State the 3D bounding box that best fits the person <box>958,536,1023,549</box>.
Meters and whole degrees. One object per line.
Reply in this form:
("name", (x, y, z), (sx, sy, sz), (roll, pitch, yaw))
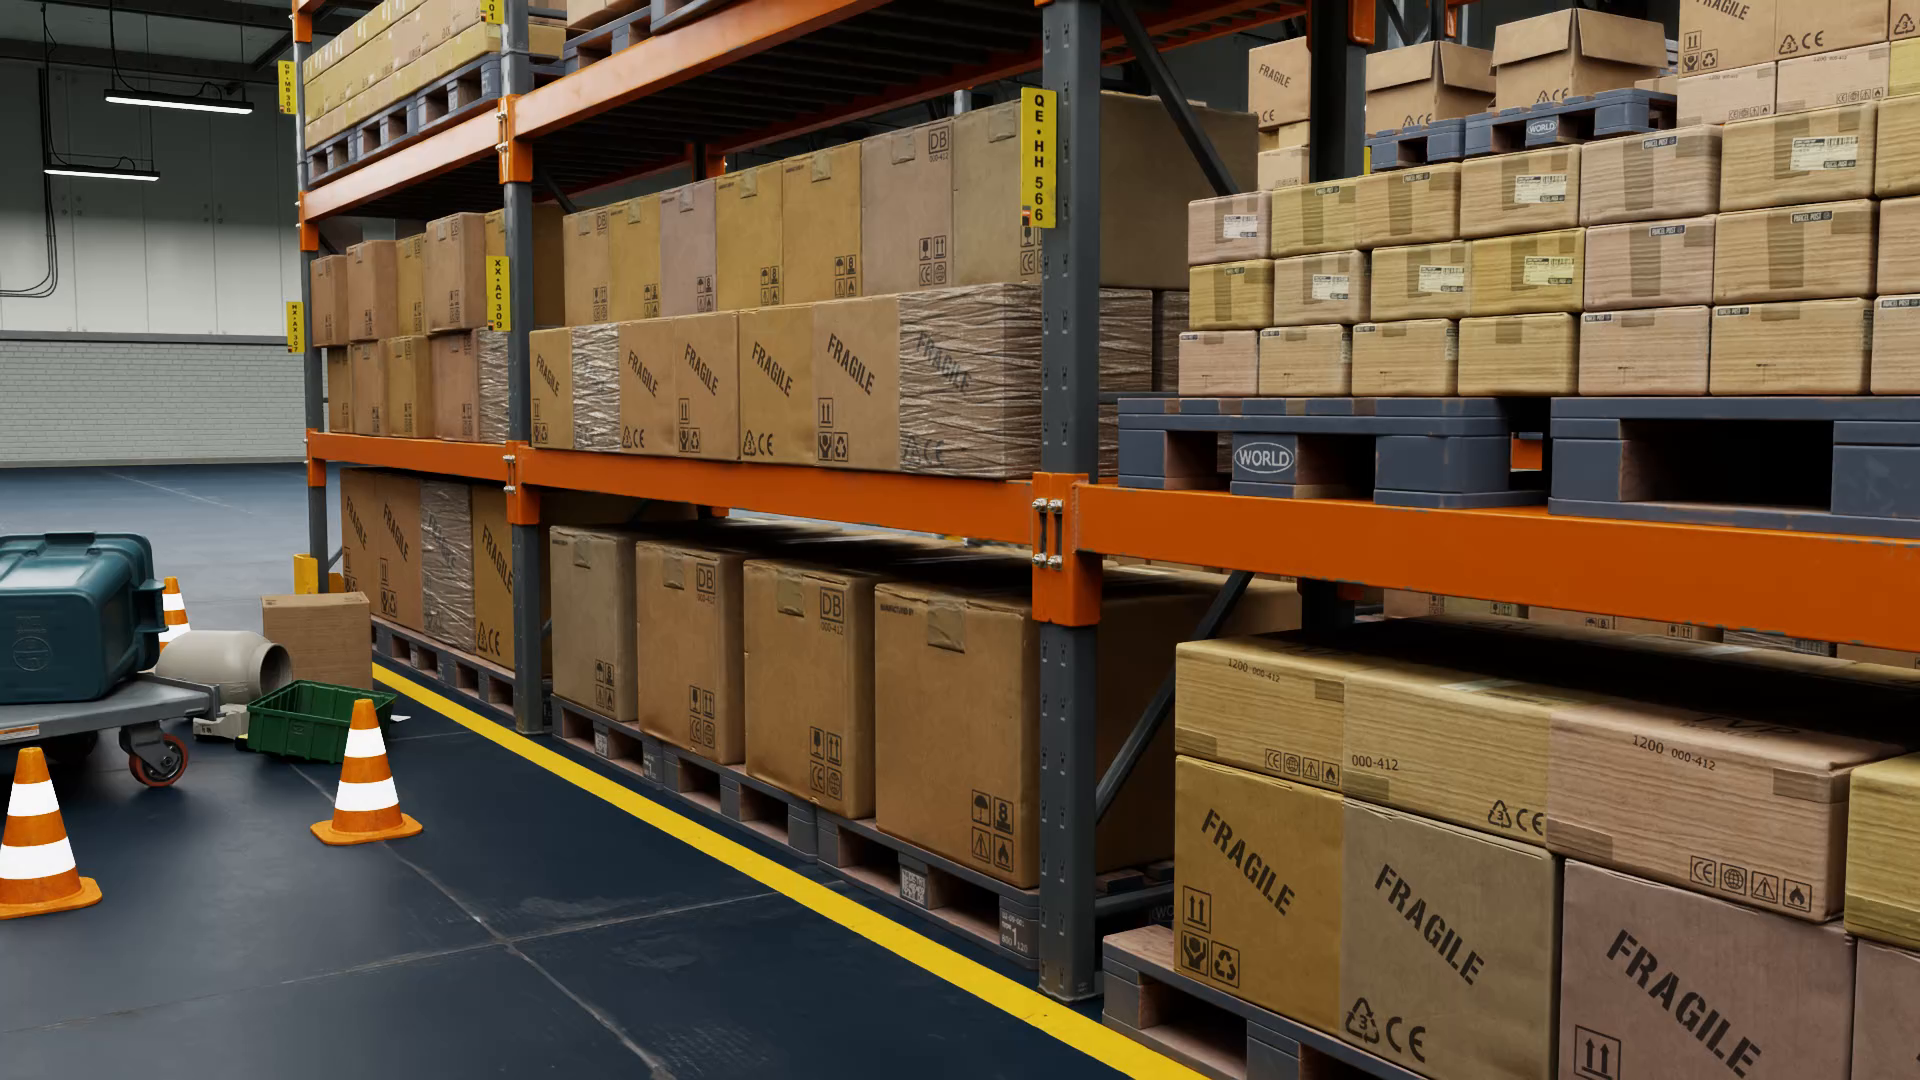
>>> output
("person", (0.217, -0.145, 9.737), (0.492, 1.620, 0.816), (1, 5, 11))
